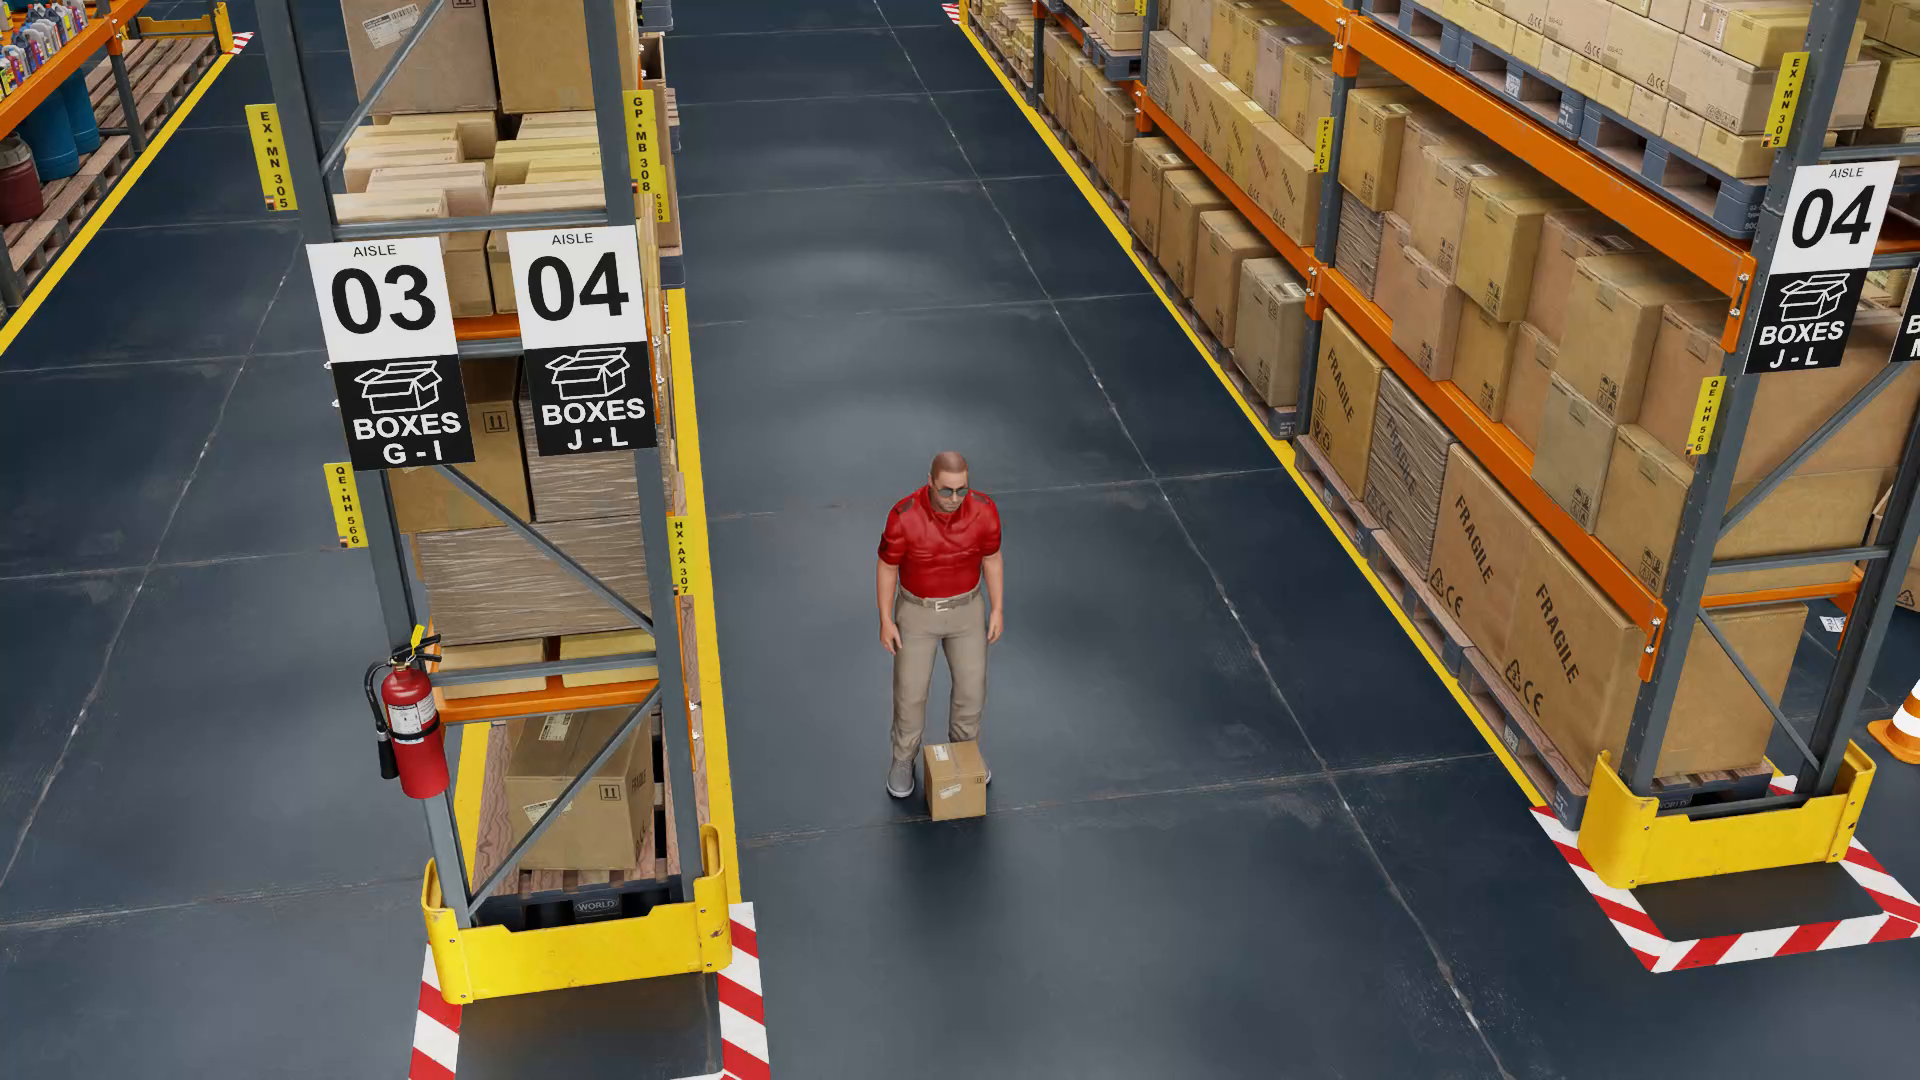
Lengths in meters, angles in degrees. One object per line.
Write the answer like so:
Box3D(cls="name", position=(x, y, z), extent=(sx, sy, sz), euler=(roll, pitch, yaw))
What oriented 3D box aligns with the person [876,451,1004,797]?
Box3D(cls="person", position=(-0.084, 0.352, 7.554), extent=(0.588, 1.726, 0.390), euler=(-7, 31, -11))
